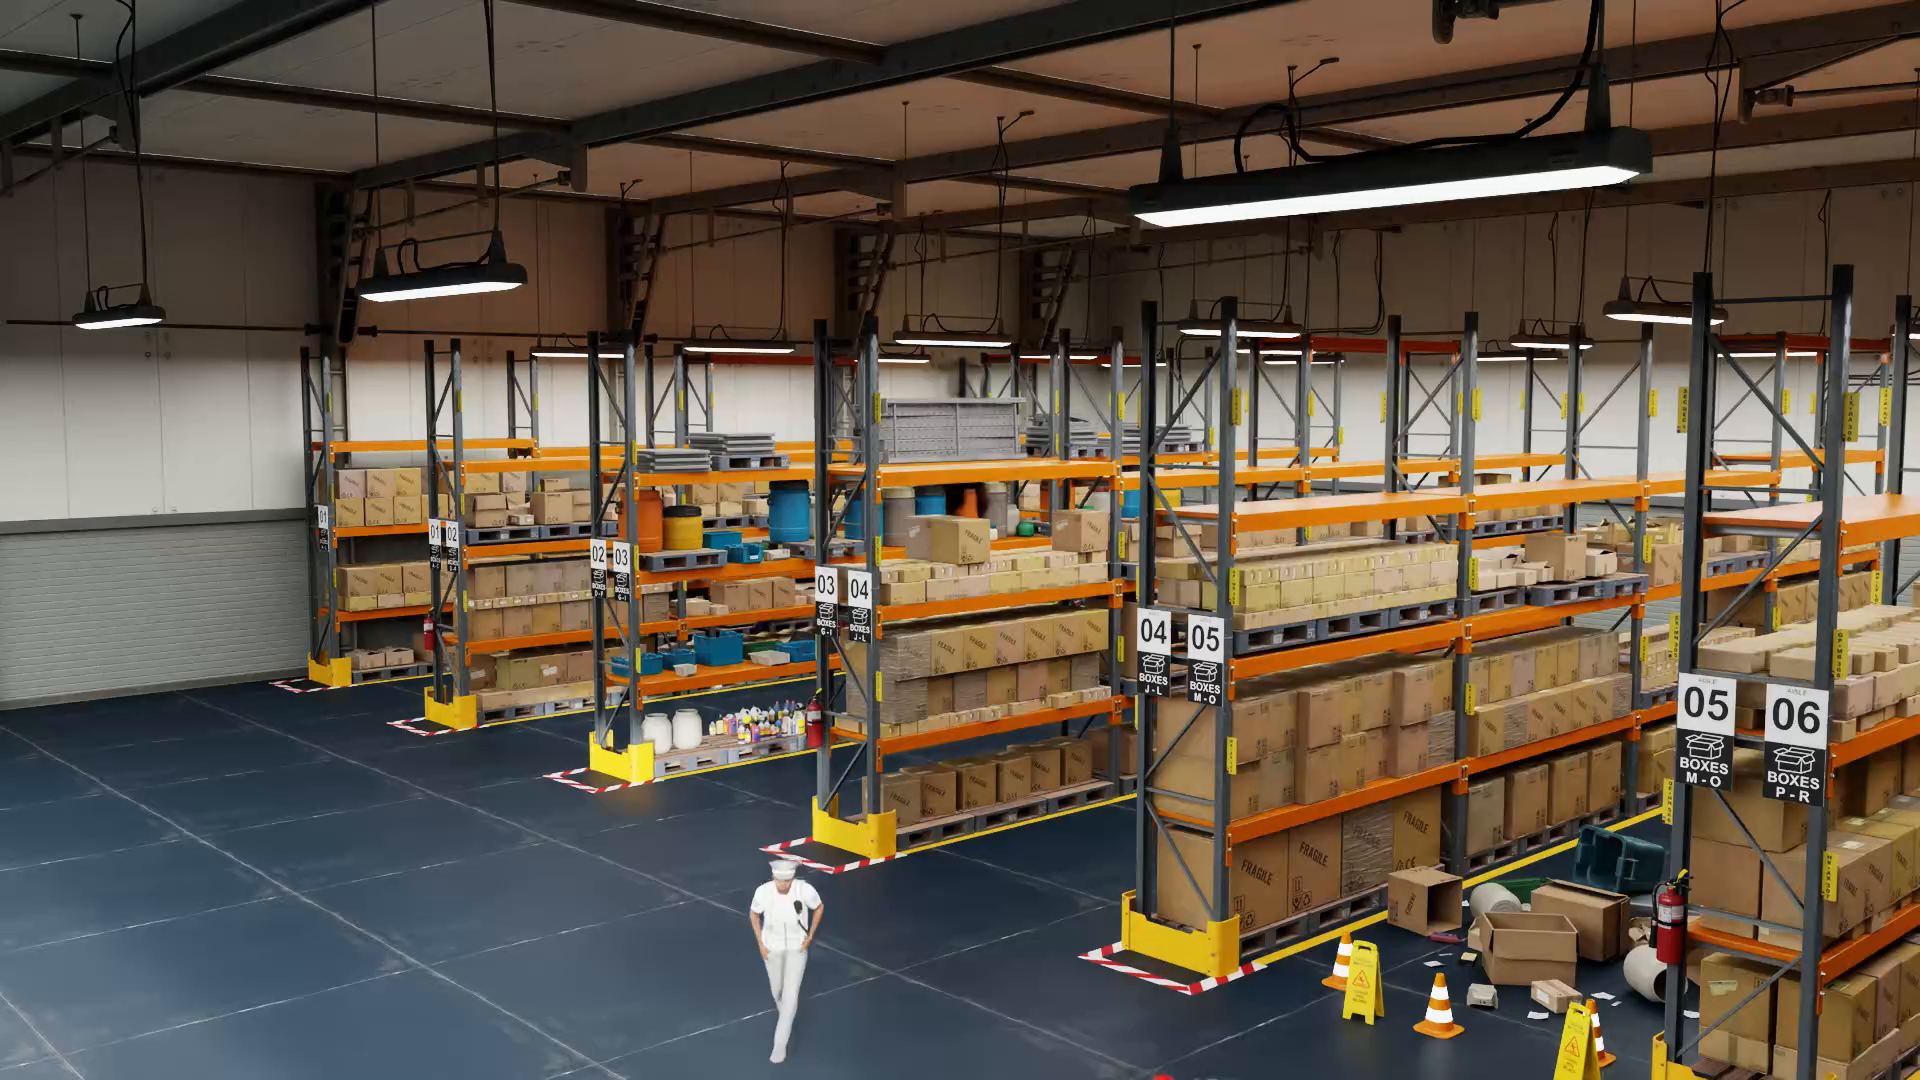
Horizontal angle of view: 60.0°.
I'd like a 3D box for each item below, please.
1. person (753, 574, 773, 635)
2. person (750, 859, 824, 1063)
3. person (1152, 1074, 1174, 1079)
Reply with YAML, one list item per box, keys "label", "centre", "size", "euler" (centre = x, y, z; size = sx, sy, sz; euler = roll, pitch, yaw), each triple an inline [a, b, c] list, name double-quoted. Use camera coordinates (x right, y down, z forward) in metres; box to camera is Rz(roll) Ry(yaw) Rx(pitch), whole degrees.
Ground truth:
- label: "person"
  centre: [-3.819, 1.522, 32.430]
  size: [0.757, 1.678, 0.556]
  euler: [-4, 6, -36]
- label: "person"
  centre: [-1.372, 3.235, 13.201]
  size: [0.581, 1.627, 0.902]
  euler: [-1, 5, -7]
- label: "person"
  centre: [1.099, 3.559, 8.810]
  size: [0.658, 1.722, 0.910]
  euler: [1, 5, 8]
